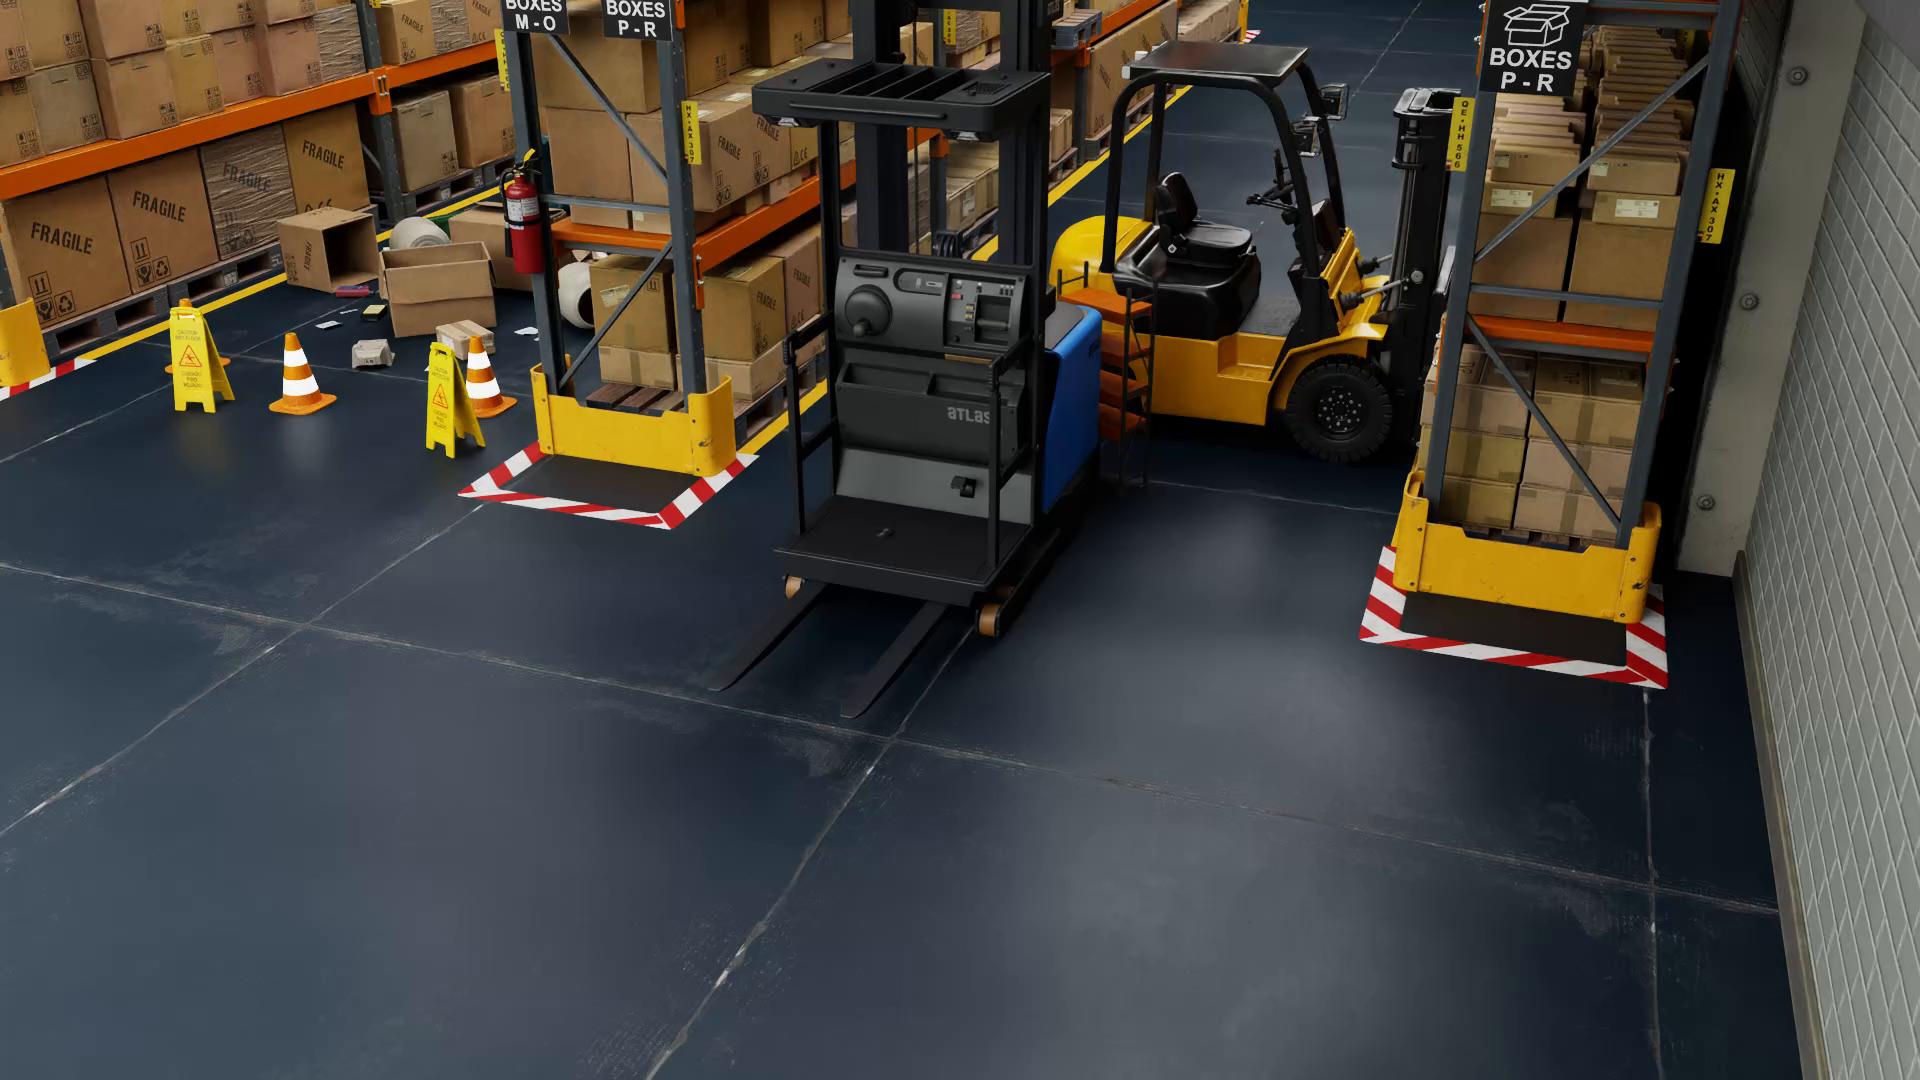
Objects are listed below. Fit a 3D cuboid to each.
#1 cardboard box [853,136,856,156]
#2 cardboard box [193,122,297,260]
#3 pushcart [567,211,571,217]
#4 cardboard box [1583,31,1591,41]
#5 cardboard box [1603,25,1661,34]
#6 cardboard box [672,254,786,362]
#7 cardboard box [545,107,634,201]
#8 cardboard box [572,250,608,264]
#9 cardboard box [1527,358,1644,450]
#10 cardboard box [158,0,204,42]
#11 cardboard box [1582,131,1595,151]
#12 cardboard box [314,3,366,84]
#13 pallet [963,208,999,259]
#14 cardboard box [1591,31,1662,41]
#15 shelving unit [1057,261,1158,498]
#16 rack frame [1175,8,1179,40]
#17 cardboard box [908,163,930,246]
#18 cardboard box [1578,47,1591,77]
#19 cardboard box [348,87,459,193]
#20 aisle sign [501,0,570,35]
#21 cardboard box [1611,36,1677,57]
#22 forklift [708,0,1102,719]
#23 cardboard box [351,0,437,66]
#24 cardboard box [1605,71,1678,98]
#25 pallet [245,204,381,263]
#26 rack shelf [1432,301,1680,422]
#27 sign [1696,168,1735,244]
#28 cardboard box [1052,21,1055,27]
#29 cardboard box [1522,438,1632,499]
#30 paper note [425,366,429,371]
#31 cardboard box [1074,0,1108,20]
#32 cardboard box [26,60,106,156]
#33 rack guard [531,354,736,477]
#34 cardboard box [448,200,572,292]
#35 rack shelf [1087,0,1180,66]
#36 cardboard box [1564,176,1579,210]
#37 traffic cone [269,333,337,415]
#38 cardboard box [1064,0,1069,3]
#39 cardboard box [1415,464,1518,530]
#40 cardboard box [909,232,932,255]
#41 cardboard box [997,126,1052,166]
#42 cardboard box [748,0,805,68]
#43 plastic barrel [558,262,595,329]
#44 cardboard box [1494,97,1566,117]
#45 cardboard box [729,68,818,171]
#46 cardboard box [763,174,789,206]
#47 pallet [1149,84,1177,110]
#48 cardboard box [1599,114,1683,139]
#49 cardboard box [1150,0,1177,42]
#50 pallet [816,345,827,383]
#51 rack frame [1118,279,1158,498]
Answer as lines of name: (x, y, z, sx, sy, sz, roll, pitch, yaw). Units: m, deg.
cardboard box: (-0.861, -2.661, 11.093, 0.380, 0.149, 0.250, 8, 27, 17)
cardboard box: (-5.867, -2.759, 12.963, 0.875, 0.875, 0.875, 9, 27, 18)
pushcart: (-2.760, -2.599, 13.686, 1.648, 0.377, 0.936, 0, 26, -1)
cardboard box: (4.193, -3.462, 11.600, 0.380, 0.149, 0.250, 9, 27, 17)
cardboard box: (4.803, -3.613, 11.911, 0.380, 0.149, 0.250, 9, 27, 17)
cardboard box: (-1.388, -1.416, 10.045, 0.500, 0.500, 0.500, 8, 27, 16)
cardboard box: (-2.004, -2.268, 9.535, 0.500, 0.500, 0.500, 8, 27, 17)
cardboard box: (-2.888, -2.215, 13.021, 0.258, 0.266, 0.396, -9, 27, -18)
cardboard box: (3.096, -0.679, 8.236, 0.500, 0.250, 0.500, 8, 27, 17)
cardboard box: (-6.002, -3.889, 11.929, 0.875, 0.550, 0.500, 9, 27, 17)
cardboard box: (3.676, -1.946, 9.213, 0.500, 0.500, 0.500, 9, 27, 18)
cardboard box: (-5.406, -4.060, 13.521, 0.875, 0.550, 0.550, 9, 27, 17)
pallet: (-0.336, -2.535, 13.743, 1.003, 0.211, 1.213, 9, 27, 17)
cardboard box: (5.020, -3.706, 12.561, 0.500, 0.250, 0.500, 8, 27, 16)
shelving unit: (0.793, -0.888, 9.207, 0.503, 1.200, 0.258, 23, 34, 39)
rack frame: (2.069, -6.757, 19.264, 1.000, 3.000, 0.127, 9, 27, 17)
cardboard box: (-0.537, -2.476, 12.235, 0.500, 0.500, 0.500, 8, 27, 17)
cardboard box: (3.625, -2.907, 10.112, 0.380, 0.149, 0.250, 8, 27, 16)
cardboard box: (-5.173, -3.590, 14.823, 1.050, 0.750, 0.750, 9, 27, 17)
aisle sign: (-2.219, -3.012, 8.546, 0.394, 0.787, 0.004, 9, 27, 17)
cardboard box: (4.267, -3.047, 10.401, 0.380, 0.149, 0.250, 9, 27, 18)
forklift: (-0.217, -1.064, 7.585, 1.130, 2.935, 3.031, 9, 27, 18)
cardboard box: (-4.866, -4.368, 14.214, 0.500, 0.500, 0.500, 9, 27, 18)
cardboard box: (3.811, -2.525, 9.323, 0.380, 0.149, 0.250, 8, 27, 17)
pallet: (-5.622, -2.590, 13.856, 1.003, 0.211, 1.213, 9, 27, 17)
rack shelf: (3.423, -1.605, 9.449, 1.077, 0.370, 4.000, 9, 27, 17)
sign: (3.279, -1.450, 7.218, 0.100, 0.325, 0.005, 9, 27, 17)
cardboard box: (0.618, -4.572, 14.558, 0.380, 0.149, 0.250, 9, 27, 18)
cardboard box: (3.110, -0.447, 8.331, 0.500, 0.250, 0.500, 9, 27, 18)
paper note: (-3.487, -1.166, 11.124, 0.148, 0.019, 0.142, 0, 26, -1)
cardboard box: (1.138, -5.210, 16.241, 0.500, 0.250, 0.500, 8, 27, 17)
cardboard box: (-6.383, -2.958, 11.245, 0.875, 0.550, 0.550, 9, 27, 17)
rack guard: (-1.899, -0.732, 9.688, 1.175, 0.500, 0.348, 9, 27, 17)
cardboard box: (-3.424, -2.238, 12.638, 0.797, 0.637, 0.503, 9, 27, 17)
rack shelf: (1.403, -5.611, 17.723, 1.077, 0.370, 4.000, 9, 27, 17)
cardboard box: (2.855, -1.605, 8.507, 0.500, 0.500, 0.500, 10, 27, 19)
traffic cone: (-4.158, -1.069, 10.427, 0.336, 0.463, 0.334, 9, 27, 17)
cardboard box: (0.687, -5.040, 14.779, 0.500, 0.500, 0.500, 8, 27, 17)
cardboard box: (2.616, -0.298, 8.596, 0.500, 0.250, 0.500, 9, 27, 18)
cardboard box: (-0.537, -2.139, 12.399, 0.500, 0.250, 0.500, 10, 28, 20)
cardboard box: (0.302, -3.584, 15.245, 0.950, 0.372, 0.625, 8, 27, 16)
cardboard box: (-1.415, -3.312, 10.546, 0.700, 0.500, 0.500, 9, 27, 17)
plastic barrel: (-2.665, -1.734, 11.847, 0.421, 0.421, 0.512, -14, 29, -27)
cardboard box: (2.927, -2.188, 8.626, 0.380, 0.149, 0.250, 9, 27, 19)
cardboard box: (-1.168, -2.582, 10.184, 0.500, 0.500, 0.500, 8, 27, 16)
cardboard box: (-1.253, -2.123, 9.981, 0.380, 0.149, 0.250, 9, 27, 18)
pallet: (1.883, -5.174, 19.194, 1.003, 0.211, 1.213, 9, 27, 17)
cardboard box: (3.361, -1.998, 8.234, 0.380, 0.149, 0.250, 9, 27, 18)
cardboard box: (1.938, -5.723, 19.085, 0.875, 0.875, 0.875, 10, 27, 19)
pallet: (-1.188, -1.430, 11.462, 1.003, 0.211, 1.213, 9, 27, 17)
rack frame: (0.966, -0.813, 9.052, 0.015, 1.200, 0.240, 23, 34, 39)
